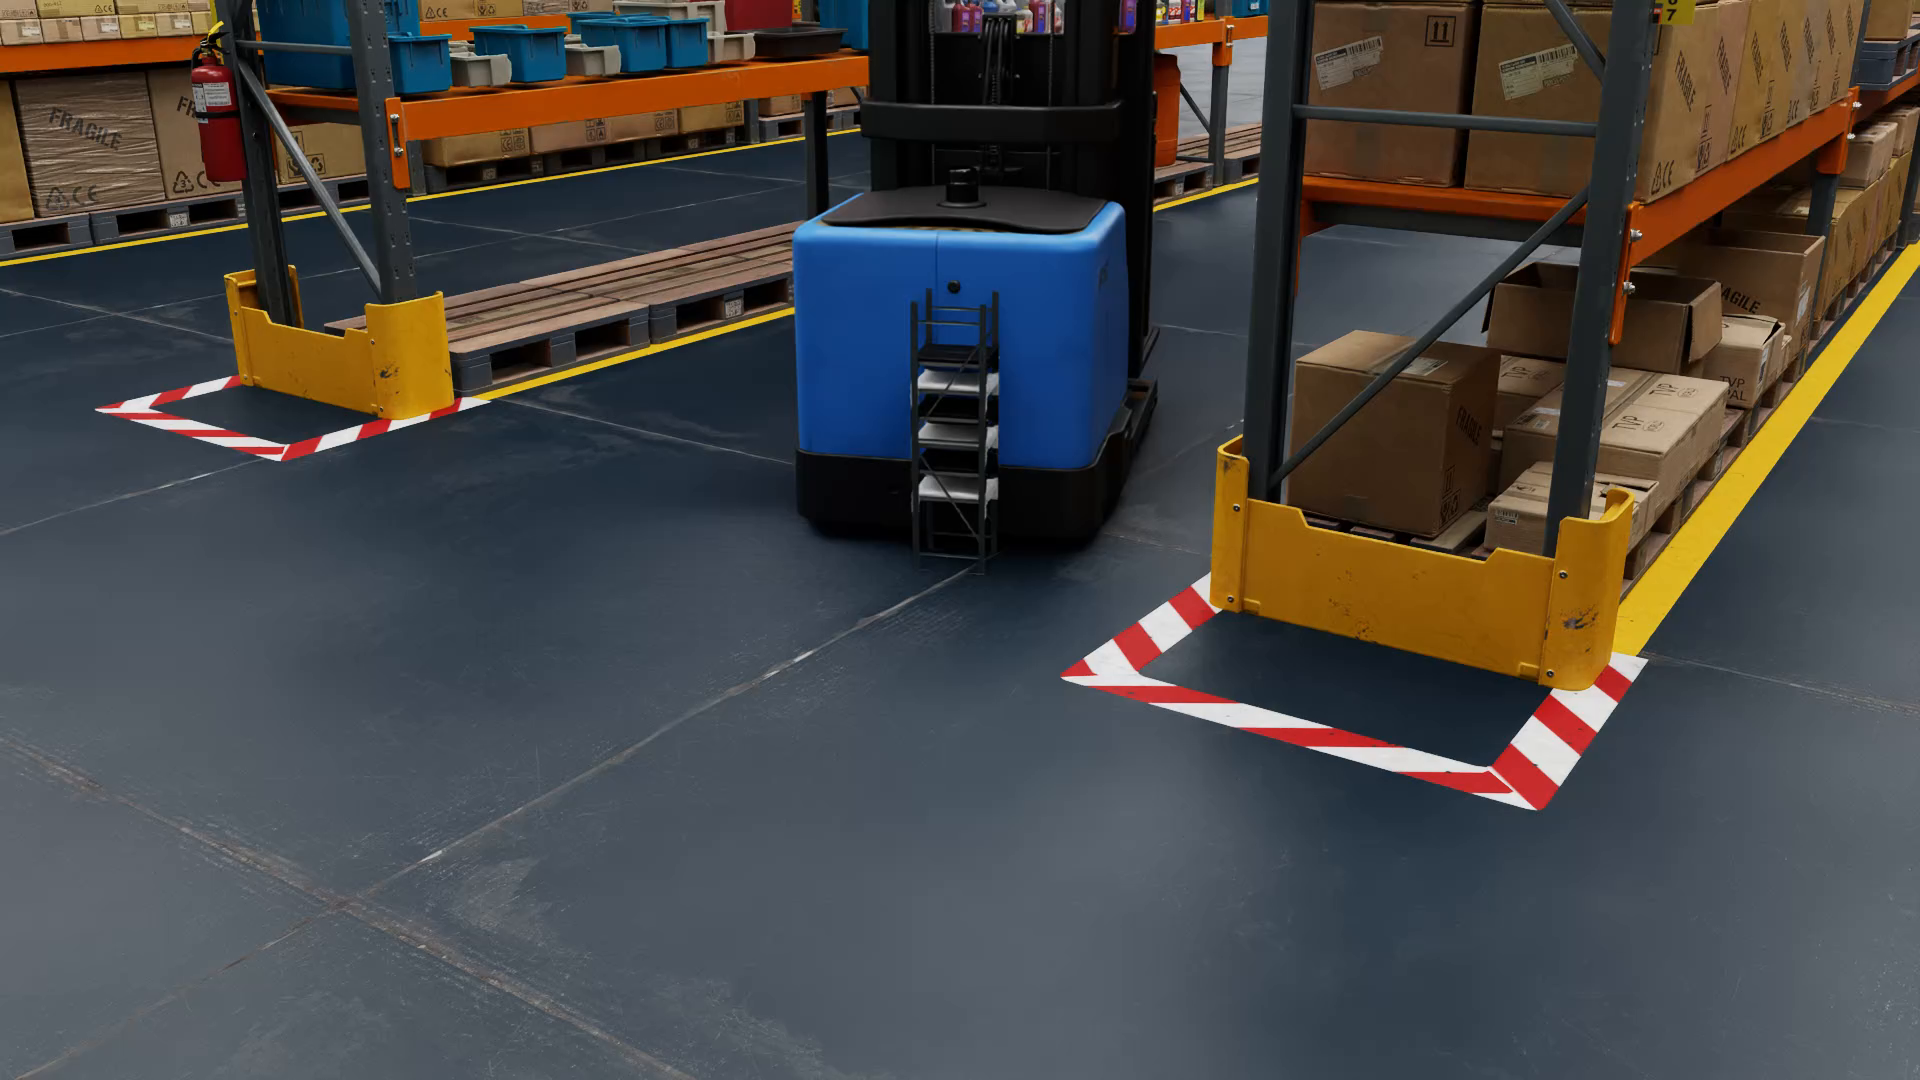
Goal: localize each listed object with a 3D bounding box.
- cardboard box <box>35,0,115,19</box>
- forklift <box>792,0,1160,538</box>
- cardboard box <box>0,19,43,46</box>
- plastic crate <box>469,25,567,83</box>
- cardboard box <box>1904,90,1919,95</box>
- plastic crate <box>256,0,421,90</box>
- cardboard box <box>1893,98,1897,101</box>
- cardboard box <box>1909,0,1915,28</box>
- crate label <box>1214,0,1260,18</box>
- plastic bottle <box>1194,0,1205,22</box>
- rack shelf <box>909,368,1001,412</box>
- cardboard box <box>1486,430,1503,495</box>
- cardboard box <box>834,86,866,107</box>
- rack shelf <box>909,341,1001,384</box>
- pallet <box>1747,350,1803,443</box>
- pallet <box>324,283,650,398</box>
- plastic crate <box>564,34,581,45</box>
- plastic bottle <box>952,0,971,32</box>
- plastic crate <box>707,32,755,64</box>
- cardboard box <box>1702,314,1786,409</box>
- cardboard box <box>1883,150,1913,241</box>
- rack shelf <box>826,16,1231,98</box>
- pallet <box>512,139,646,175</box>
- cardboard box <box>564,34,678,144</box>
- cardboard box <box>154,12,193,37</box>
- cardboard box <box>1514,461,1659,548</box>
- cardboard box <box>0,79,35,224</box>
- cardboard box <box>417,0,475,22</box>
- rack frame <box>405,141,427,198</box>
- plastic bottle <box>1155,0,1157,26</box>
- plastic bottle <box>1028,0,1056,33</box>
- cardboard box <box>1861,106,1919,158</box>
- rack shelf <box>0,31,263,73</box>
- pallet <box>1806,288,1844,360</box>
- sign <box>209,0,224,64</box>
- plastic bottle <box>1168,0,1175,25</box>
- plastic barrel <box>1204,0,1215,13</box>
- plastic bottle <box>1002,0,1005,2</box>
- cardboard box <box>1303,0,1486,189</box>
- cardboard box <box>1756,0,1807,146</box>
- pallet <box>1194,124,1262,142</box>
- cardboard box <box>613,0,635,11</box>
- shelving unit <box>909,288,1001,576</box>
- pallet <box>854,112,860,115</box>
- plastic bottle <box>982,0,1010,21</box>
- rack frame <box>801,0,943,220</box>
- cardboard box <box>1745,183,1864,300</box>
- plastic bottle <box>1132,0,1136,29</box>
[{"bbox_3d":[-5.828,-3.499,10.689,0.500,0.250,0.500,12,24,30],"label":"cardboard box"},{"bbox_3d":[0.244,-1.857,6.560,1.130,2.935,3.031,4,21,11],"label":"forklift"},{"bbox_3d":[-5.989,-3.194,10.437,0.380,0.149,0.250,13,24,31],"label":"cardboard box"},{"bbox_3d":[-2.016,-2.231,7.626,0.416,0.233,0.300,13,24,32],"label":"plastic crate"},{"bbox_3d":[7.765,-3.409,13.207,0.500,0.311,0.500,14,25,33],"label":"cardboard box"},{"bbox_3d":[-2.764,-2.263,7.421,0.616,0.435,0.499,13,24,32],"label":"plastic crate"},{"bbox_3d":[7.319,-3.519,13.505,0.500,0.311,0.500,13,24,31],"label":"cardboard box"},{"bbox_3d":[4.331,-2.812,8.293,0.700,0.500,0.500,18,27,40],"label":"cardboard box"},{"bbox_3d":[2.246,-4.350,13.443,0.303,0.233,0.416,13,24,32],"label":"crate label"},{"bbox_3d":[1.825,-4.127,12.766,0.061,0.283,0.133,13,24,32],"label":"plastic bottle"},{"bbox_3d":[-0.015,-0.485,5.356,0.258,0.077,0.200,4,21,11],"label":"rack shelf"},{"bbox_3d":[1.701,-0.299,5.698,0.380,0.166,0.250,13,24,32],"label":"cardboard box"},{"bbox_3d":[-1.422,-4.902,17.664,0.700,0.500,0.500,16,25,36],"label":"cardboard box"},{"bbox_3d":[-0.015,-0.569,5.325,0.258,0.077,0.200,4,21,11],"label":"rack shelf"},{"bbox_3d":[3.159,-0.761,7.519,1.003,0.211,1.213,13,24,32],"label":"pallet"},{"bbox_3d":[-2.302,-1.007,8.182,1.003,0.211,1.213,13,24,32],"label":"pallet"},{"bbox_3d":[-2.026,-2.513,8.528,0.298,0.136,0.250,13,24,32],"label":"plastic crate"},{"bbox_3d":[0.010,-3.200,10.262,0.061,0.283,0.133,13,24,32],"label":"plastic bottle"},{"bbox_3d":[-1.279,-2.579,8.708,0.293,0.136,0.466,13,24,32],"label":"plastic crate"},{"bbox_3d":[3.038,-0.777,6.784,0.500,0.311,0.500,13,24,32],"label":"cardboard box"},{"bbox_3d":[5.463,-2.134,10.178,0.500,0.500,0.500,14,25,34],"label":"cardboard box"},{"bbox_3d":[0.575,-3.470,11.858,1.077,0.370,4.000,13,24,32],"label":"rack shelf"},{"bbox_3d":[-3.589,-3.479,14.865,1.003,0.211,1.213,13,24,32],"label":"pallet"},{"bbox_3d":[-3.309,-4.099,14.980,1.225,0.875,0.875,13,24,32],"label":"cardboard box"},{"bbox_3d":[-5.412,-3.488,11.234,0.380,0.149,0.250,14,24,33],"label":"cardboard box"},{"bbox_3d":[1.957,-0.121,5.217,0.380,0.166,0.250,13,24,32],"label":"cardboard box"},{"bbox_3d":[-6.600,-2.451,10.525,0.875,0.875,0.875,13,24,32],"label":"cardboard box"},{"bbox_3d":[-4.180,-4.329,13.001,0.500,0.500,0.500,13,24,32],"label":"cardboard box"},{"bbox_3d":[-4.645,-4.199,12.793,1.000,3.000,0.127,13,24,32],"label":"rack frame"},{"bbox_3d":[1.397,-3.914,12.207,0.097,0.271,0.097,0,20,0],"label":"plastic bottle"},{"bbox_3d":[0.547,-3.499,11.080,0.152,0.276,0.135,13,24,32],"label":"plastic bottle"},{"bbox_3d":[5.434,-2.468,10.002,0.500,0.250,0.500,14,25,34],"label":"cardboard box"},{"bbox_3d":[-5.769,-3.288,11.367,1.077,0.370,4.000,13,24,32],"label":"rack shelf"},{"bbox_3d":[3.972,-1.199,8.702,1.003,0.211,1.213,13,24,32],"label":"pallet"},{"bbox_3d":[-3.262,-2.265,7.328,0.100,0.325,0.005,13,24,32],"label":"sign"},{"bbox_3d":[1.561,-3.965,12.446,0.097,0.201,0.097,0,20,0],"label":"plastic bottle"},{"bbox_3d":[2.101,-4.770,14.176,0.421,0.512,0.421,0,20,0],"label":"plastic barrel"},{"bbox_3d":[0.268,-3.769,11.815,0.097,0.271,0.097,0,20,0],"label":"plastic bottle"},{"bbox_3d":[1.324,-1.347,4.938,0.500,0.500,0.500,14,25,33],"label":"cardboard box"},{"bbox_3d":[2.617,-1.677,5.830,0.500,0.500,0.500,14,24,33],"label":"cardboard box"},{"bbox_3d":[2.854,-3.636,15.291,1.003,0.211,1.213,13,24,32],"label":"pallet"},{"bbox_3d":[-3.043,-4.912,14.577,0.500,0.500,0.500,12,24,30],"label":"cardboard box"},{"bbox_3d":[-0.015,-0.347,5.407,0.258,0.900,0.210,4,21,11],"label":"shelving unit"},{"bbox_3d":[-0.584,-4.963,18.878,1.003,0.211,1.213,13,24,32],"label":"pallet"},{"bbox_3d":[0.232,-3.338,10.645,0.152,0.276,0.135,13,24,32],"label":"plastic bottle"},{"bbox_3d":[-0.549,-3.233,10.182,1.000,3.000,0.127,13,24,32],"label":"rack frame"},{"bbox_3d":[4.310,-1.546,8.591,0.500,0.500,0.500,14,24,33],"label":"cardboard box"},{"bbox_3d":[1.232,-3.797,11.993,0.097,0.201,0.097,0,20,0],"label":"plastic bottle"}]
